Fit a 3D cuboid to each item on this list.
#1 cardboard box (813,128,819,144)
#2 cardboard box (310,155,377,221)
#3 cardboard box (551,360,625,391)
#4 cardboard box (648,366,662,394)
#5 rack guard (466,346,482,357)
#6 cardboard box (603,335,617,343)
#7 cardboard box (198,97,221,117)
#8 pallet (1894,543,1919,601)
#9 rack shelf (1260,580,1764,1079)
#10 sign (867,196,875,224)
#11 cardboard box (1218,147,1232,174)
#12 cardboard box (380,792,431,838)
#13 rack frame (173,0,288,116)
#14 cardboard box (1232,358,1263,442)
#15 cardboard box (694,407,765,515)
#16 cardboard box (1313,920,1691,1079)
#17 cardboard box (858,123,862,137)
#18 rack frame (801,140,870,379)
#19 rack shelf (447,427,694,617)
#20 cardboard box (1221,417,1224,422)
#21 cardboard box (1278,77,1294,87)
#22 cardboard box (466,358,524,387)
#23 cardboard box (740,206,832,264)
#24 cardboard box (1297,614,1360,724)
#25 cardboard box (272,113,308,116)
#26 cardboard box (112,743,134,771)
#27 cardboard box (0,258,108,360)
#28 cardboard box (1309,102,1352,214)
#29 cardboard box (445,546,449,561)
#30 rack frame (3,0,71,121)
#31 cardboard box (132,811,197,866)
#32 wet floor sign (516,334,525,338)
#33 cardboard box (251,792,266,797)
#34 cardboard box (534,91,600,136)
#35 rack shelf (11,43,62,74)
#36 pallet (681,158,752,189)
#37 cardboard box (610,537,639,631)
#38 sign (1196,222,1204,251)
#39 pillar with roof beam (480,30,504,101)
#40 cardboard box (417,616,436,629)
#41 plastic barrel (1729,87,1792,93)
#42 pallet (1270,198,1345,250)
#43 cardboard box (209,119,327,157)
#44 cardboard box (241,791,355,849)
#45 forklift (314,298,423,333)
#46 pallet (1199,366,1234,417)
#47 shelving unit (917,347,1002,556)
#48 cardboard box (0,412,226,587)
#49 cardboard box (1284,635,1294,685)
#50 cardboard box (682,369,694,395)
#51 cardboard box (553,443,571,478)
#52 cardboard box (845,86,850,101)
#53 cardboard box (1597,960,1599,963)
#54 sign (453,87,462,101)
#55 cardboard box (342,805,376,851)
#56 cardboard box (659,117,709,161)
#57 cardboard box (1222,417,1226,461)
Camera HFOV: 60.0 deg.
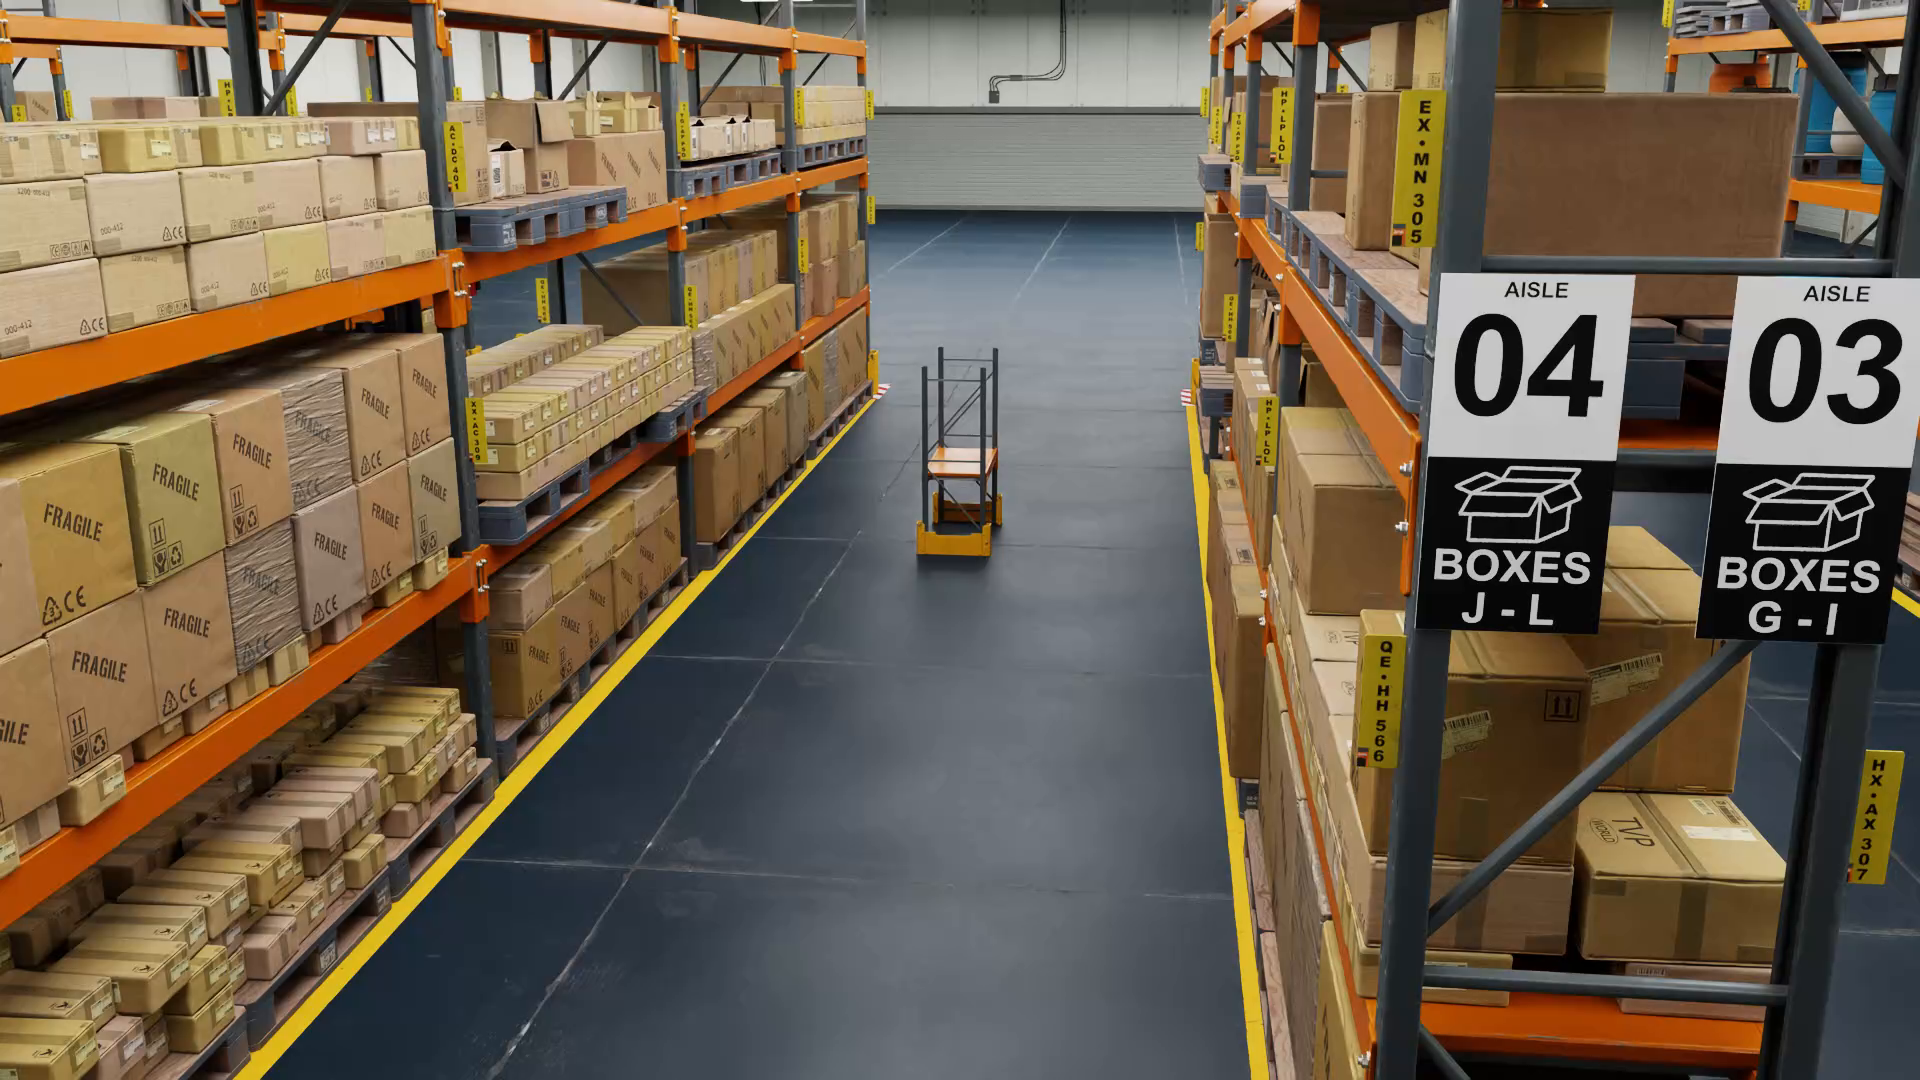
[{"bbox_3d":[-1.610,-4.010,16.484,0.380,0.149,0.250,2,15,6],"label":"cardboard box"},{"bbox_3d":[-2.818,-1.496,7.032,0.500,0.250,0.500,1,15,4],"label":"cardboard box"},{"bbox_3d":[-2.275,-1.004,10.165,0.380,0.149,0.250,2,15,8],"label":"cardboard box"},{"bbox_3d":[-2.185,-1.060,10.941,0.380,0.149,0.250,2,15,6],"label":"cardboard box"},{"bbox_3d":[-6.533,-2.147,20.643,1.175,0.500,0.348,2,15,6],"label":"rack guard"},{"bbox_3d":[-2.713,-1.352,12.722,0.500,0.500,0.500,2,15,6],"label":"cardboard box"},{"bbox_3d":[-6.914,-4.001,15.491,0.500,0.250,0.500,2,15,8],"label":"cardboard box"},{"bbox_3d":[7.467,0.286,12.200,1.003,0.211,1.213,2,15,6],"label":"pallet"},{"bbox_3d":[1.743,0.897,5.976,1.077,0.370,4.000,2,15,6],"label":"rack shelf"},{"bbox_3d":[-1.057,-3.907,19.693,0.100,0.325,0.005,2,15,6],"label":"sign"},{"bbox_3d":[2.663,-3.545,15.567,0.500,0.250,0.500,2,15,8],"label":"cardboard box"},{"bbox_3d":[-2.732,1.279,7.841,0.380,0.149,0.250,1,15,4],"label":"cardboard box"},{"bbox_3d":[-6.975,-5.232,15.770,1.000,3.000,0.127,2,15,6],"label":"rack frame"},{"bbox_3d":[2.095,-0.936,11.187,0.500,0.500,0.500,2,15,8],"label":"cardboard box"},{"bbox_3d":[-2.244,-0.677,13.926,1.050,0.750,0.750,2,15,7],"label":"cardboard box"},{"bbox_3d":[1.510,1.723,4.809,0.875,0.875,0.875,2,15,6],"label":"cardboard box"},{"bbox_3d":[-1.324,-4.670,18.923,0.380,0.149,0.250,2,15,7],"label":"cardboard box"},{"bbox_3d":[-1.594,-3.253,19.947,1.000,3.000,0.127,2,15,6],"label":"rack frame"},{"bbox_3d":[-2.723,-0.313,10.450,1.077,0.370,4.000,2,15,6],"label":"rack shelf"},{"bbox_3d":[3.005,-1.454,17.279,0.500,0.500,0.500,0,15,1],"label":"cardboard box"},{"bbox_3d":[3.399,-4.553,17.287,0.500,0.500,0.500,2,15,6],"label":"cardboard box"},{"bbox_3d":[-2.920,-1.028,10.253,0.380,0.149,0.250,1,15,5],"label":"cardboard box"},{"bbox_3d":[-1.826,-3.186,17.344,0.875,0.550,0.550,2,15,6],"label":"cardboard box"},{"bbox_3d":[1.478,0.465,5.913,0.500,0.250,0.500,2,15,6],"label":"cardboard box"},{"bbox_3d":[-6.616,-4.119,16.357,0.380,0.149,0.250,1,15,5],"label":"cardboard box"},{"bbox_3d":[-3.073,0.736,5.673,0.380,0.149,0.250,2,15,9],"label":"cardboard box"},{"bbox_3d":[-3.031,-0.725,5.136,0.500,0.250,0.500,2,15,8],"label":"cardboard box"},{"bbox_3d":[2.024,-1.819,7.898,0.700,0.500,0.500,2,15,8],"label":"cardboard box"},{"bbox_3d":[-2.748,0.061,8.171,0.380,0.149,0.250,2,15,6],"label":"cardboard box"},{"bbox_3d":[-11.457,-6.414,20.144,1.000,3.000,0.127,2,15,6],"label":"rack frame"},{"bbox_3d":[-3.395,1.233,6.873,0.380,0.149,0.250,2,15,7],"label":"cardboard box"},{"bbox_3d":[-5.439,-2.254,20.763,0.267,0.644,0.232,7,17,25],"label":"wet floor sign"},{"bbox_3d":[-3.272,1.176,7.654,0.380,0.149,0.250,1,15,3],"label":"cardboard box"},{"bbox_3d":[-2.409,-2.598,10.117,0.396,0.266,0.258,2,15,6],"label":"cardboard box"},{"bbox_3d":[-11.682,-5.355,18.372,1.077,0.370,4.000,2,15,6],"label":"rack shelf"},{"bbox_3d":[-2.354,-2.994,13.604,1.003,0.211,1.213,2,15,9],"label":"pallet"},{"bbox_3d":[-2.417,0.276,10.879,0.500,0.500,0.500,1,15,4],"label":"cardboard box"},{"bbox_3d":[2.783,-3.515,19.256,0.100,0.325,0.005,2,15,6],"label":"sign"},{"bbox_3d":[-6.122,-10.802,36.370,9.100,9.000,0.400,2,15,6],"label":"pillar with roof beam"},{"bbox_3d":[-3.116,0.300,9.353,0.500,0.250,0.500,1,15,5],"label":"cardboard box"},{"bbox_3d":[8.242,-4.377,17.193,0.600,0.588,0.600,0,15,0],"label":"plastic barrel"},{"bbox_3d":[2.023,-1.564,8.318,0.805,0.209,1.217,1,15,4],"label":"pallet"},{"bbox_3d":[-2.864,-1.663,6.886,0.380,0.149,0.250,2,15,8],"label":"cardboard box"},{"bbox_3d":[-2.804,1.186,7.048,0.380,0.149,0.250,1,15,4],"label":"cardboard box"},{"bbox_3d":[-5.365,-1.672,14.232,3.031,2.935,1.130,11,19,35],"label":"forklift"},{"bbox_3d":[2.394,-1.102,12.357,1.213,0.211,1.003,2,15,6],"label":"pallet"},{"bbox_3d":[0.009,-0.744,13.539,0.587,1.500,1.083,2,15,6],"label":"shelving unit"},{"bbox_3d":[-2.954,-0.152,5.801,0.500,0.500,0.500,1,15,5],"label":"cardboard box"},{"bbox_3d":[1.489,0.490,6.583,0.380,0.149,0.250,1,15,5],"label":"cardboard box"},{"bbox_3d":[-2.096,-1.119,11.729,0.380,0.149,0.250,2,15,7],"label":"cardboard box"},{"bbox_3d":[-2.389,-0.448,9.249,0.380,0.149,0.250,2,15,7],"label":"cardboard box"},{"bbox_3d":[-1.411,-4.856,18.084,0.380,0.149,0.250,2,15,6],"label":"cardboard box"},{"bbox_3d":[1.913,1.041,4.547,0.380,0.149,0.250,1,15,5],"label":"cardboard box"},{"bbox_3d":[-5.975,-5.227,19.803,0.100,0.325,0.005,2,15,6],"label":"sign"},{"bbox_3d":[-2.834,1.249,7.383,0.380,0.149,0.250,2,15,8],"label":"cardboard box"},{"bbox_3d":[-2.197,-3.016,12.497,0.500,0.311,0.500,2,15,6],"label":"cardboard box"},{"bbox_3d":[2.781,-0.891,15.156,0.700,0.500,0.500,1,15,2],"label":"cardboard box"}]
